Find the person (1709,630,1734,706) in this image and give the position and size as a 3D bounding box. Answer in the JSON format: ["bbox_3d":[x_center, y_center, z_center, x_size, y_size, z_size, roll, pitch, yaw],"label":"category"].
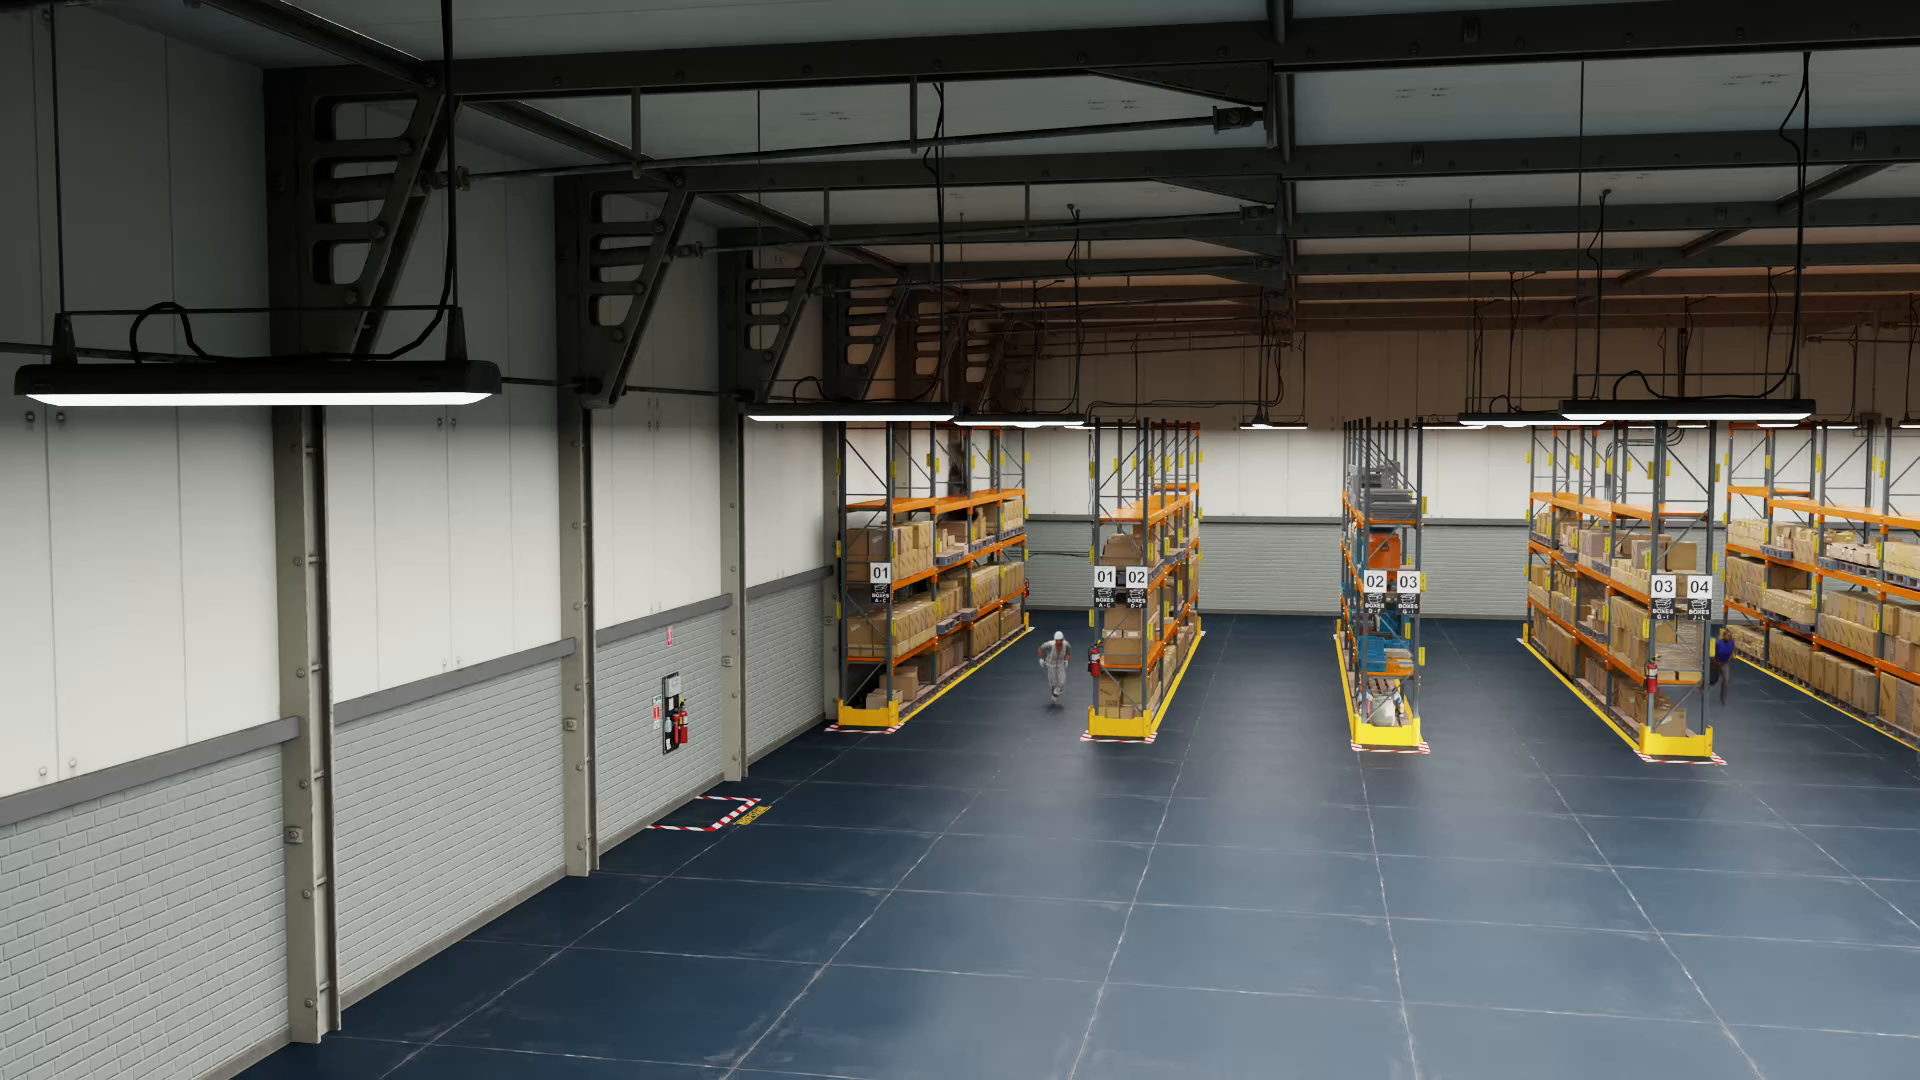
[{"bbox_3d":[16.072,2.674,35.274,0.601,1.600,0.956,-1,4,-9],"label":"person"}]

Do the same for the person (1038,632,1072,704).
[{"bbox_3d":[1.984,2.679,34.854,0.686,1.584,0.898,0,4,-8],"label":"person"}]
